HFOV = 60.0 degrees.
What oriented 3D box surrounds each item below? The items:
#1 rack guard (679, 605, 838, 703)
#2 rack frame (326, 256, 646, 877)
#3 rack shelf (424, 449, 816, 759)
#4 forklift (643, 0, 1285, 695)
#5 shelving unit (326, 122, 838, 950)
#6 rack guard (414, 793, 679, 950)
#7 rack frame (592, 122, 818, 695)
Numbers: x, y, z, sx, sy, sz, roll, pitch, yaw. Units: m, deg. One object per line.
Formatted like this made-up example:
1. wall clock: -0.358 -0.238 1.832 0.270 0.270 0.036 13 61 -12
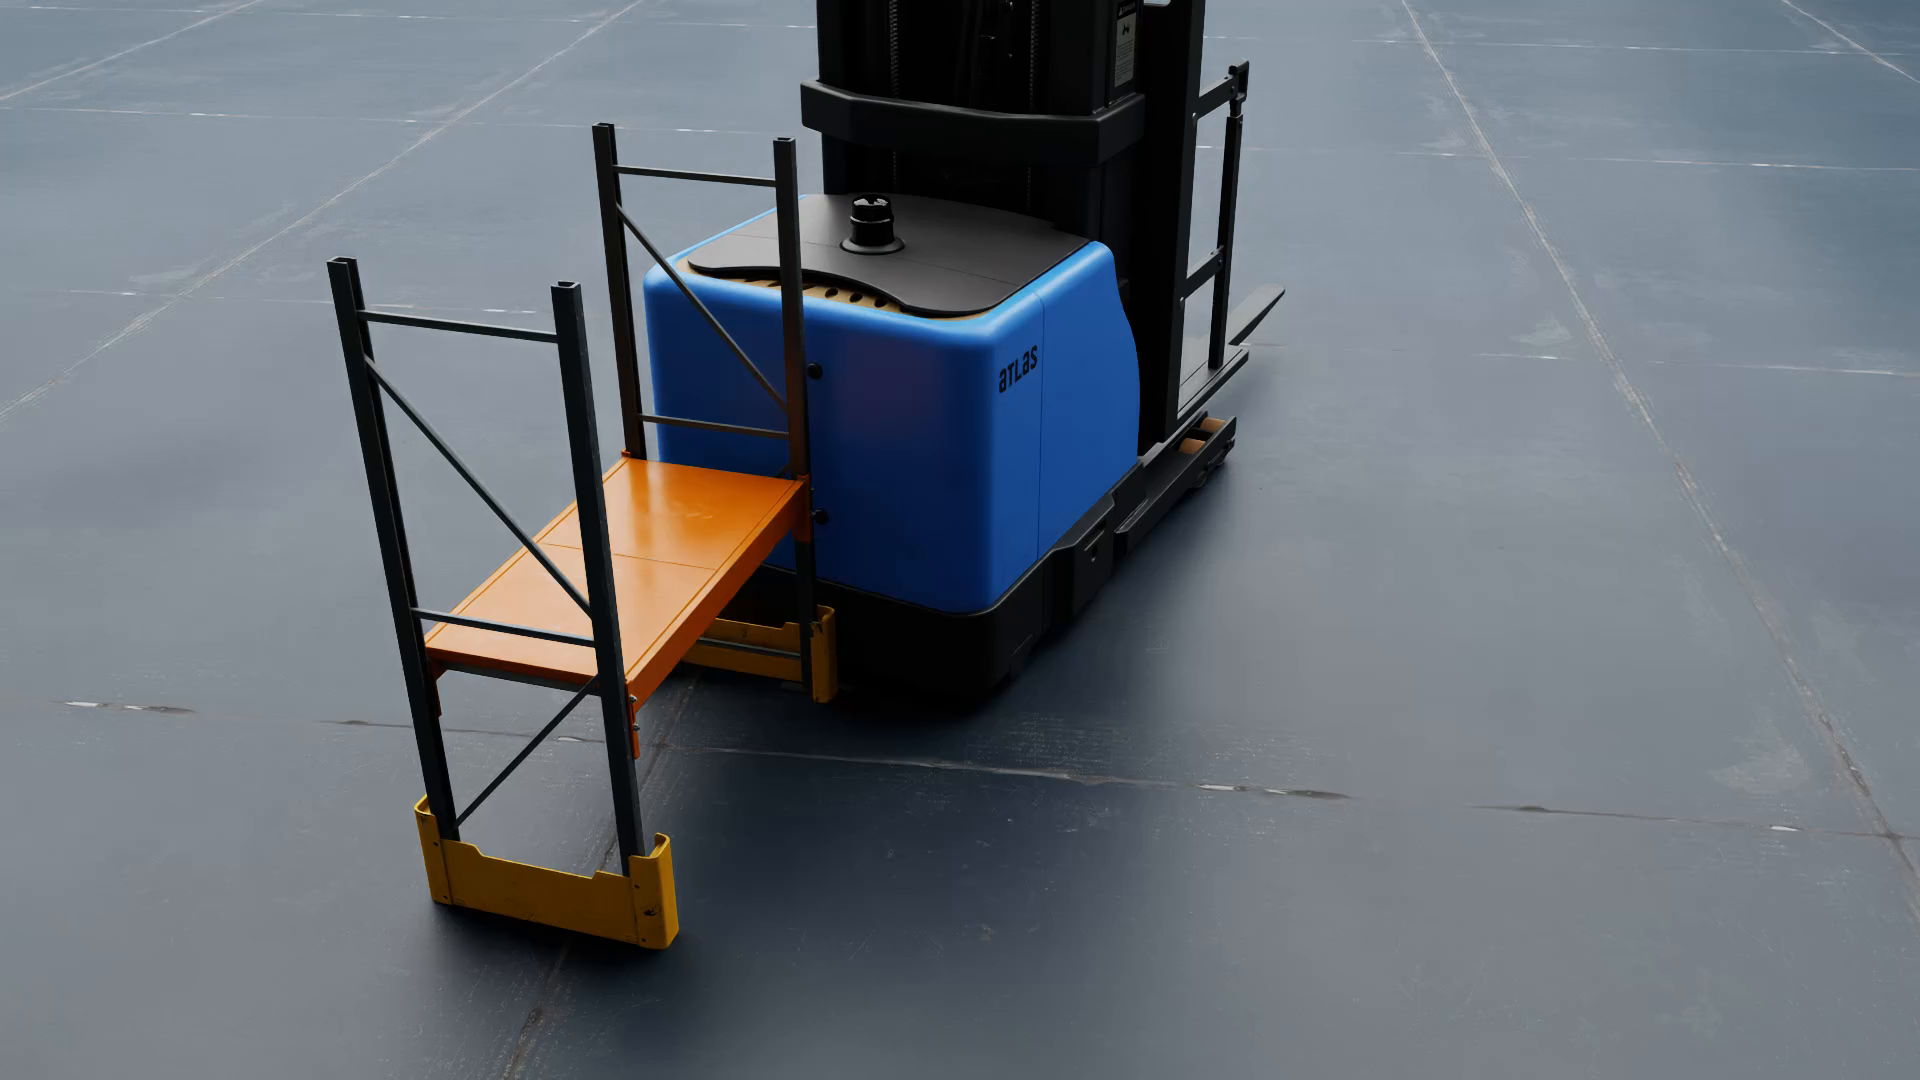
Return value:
1. rack guard: -0.618 0.269 4.488 0.587 0.250 0.087 8 29 15
2. rack frame: -0.912 0.180 3.335 0.500 1.500 0.032 8 29 15
3. rack shelf: -0.765 0.107 3.849 0.538 0.185 1.000 8 29 15
4. forklift: 0.296 -1.554 5.045 1.130 2.935 3.031 14 31 24
5. shelving unit: -0.762 -0.055 3.771 0.587 1.500 1.083 8 29 15
6. rack guard: -0.906 0.721 3.648 0.587 0.250 0.087 8 29 15
7. rack frame: -0.618 -0.282 4.192 0.500 1.500 0.032 8 29 15
